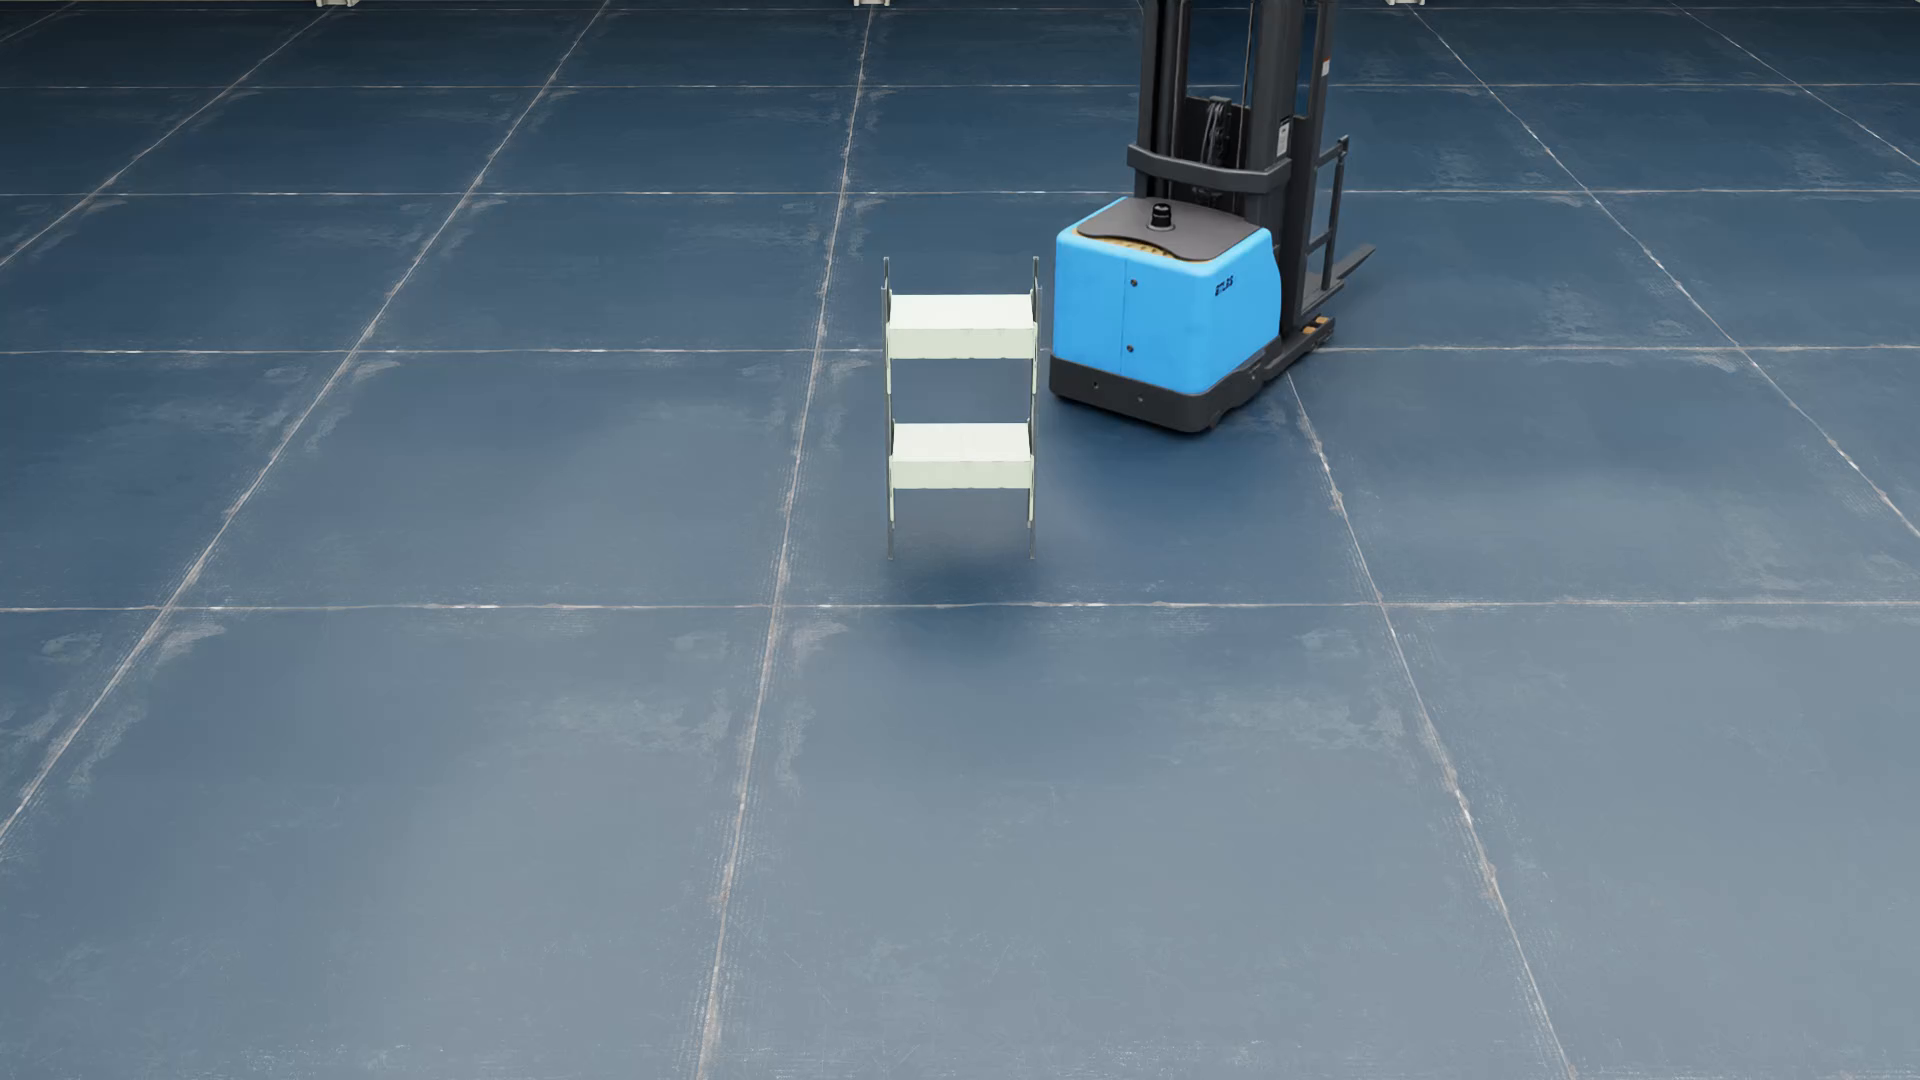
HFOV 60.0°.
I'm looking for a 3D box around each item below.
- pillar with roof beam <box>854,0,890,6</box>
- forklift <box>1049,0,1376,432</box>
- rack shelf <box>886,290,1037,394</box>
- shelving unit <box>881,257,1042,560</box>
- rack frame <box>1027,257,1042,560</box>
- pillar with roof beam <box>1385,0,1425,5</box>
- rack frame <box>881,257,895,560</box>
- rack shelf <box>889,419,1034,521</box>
[{"bbox_3d":[-0.964,-7.676,12.726,0.400,9.000,9.100,0,31,0],"label":"pillar with roof beam"},{"bbox_3d":[1.797,-2.593,10.198,1.130,2.935,3.031,20,36,29],"label":"forklift"},{"bbox_3d":[0.007,-0.975,8.159,0.720,0.370,0.431,0,31,0],"label":"rack shelf"},{"bbox_3d":[0.007,-0.641,8.361,0.755,1.500,0.431,0,31,0],"label":"shelving unit"},{"bbox_3d":[0.373,-0.642,8.363,0.023,1.500,0.400,0,31,0],"label":"rack frame"},{"bbox_3d":[5.036,-7.695,12.757,0.400,9.000,9.100,0,31,0],"label":"pillar with roof beam"},{"bbox_3d":[-0.359,-0.640,8.359,0.023,1.500,0.400,0,31,0],"label":"rack frame"},{"bbox_3d":[0.007,-0.363,8.530,0.720,0.370,0.431,0,31,0],"label":"rack shelf"}]
